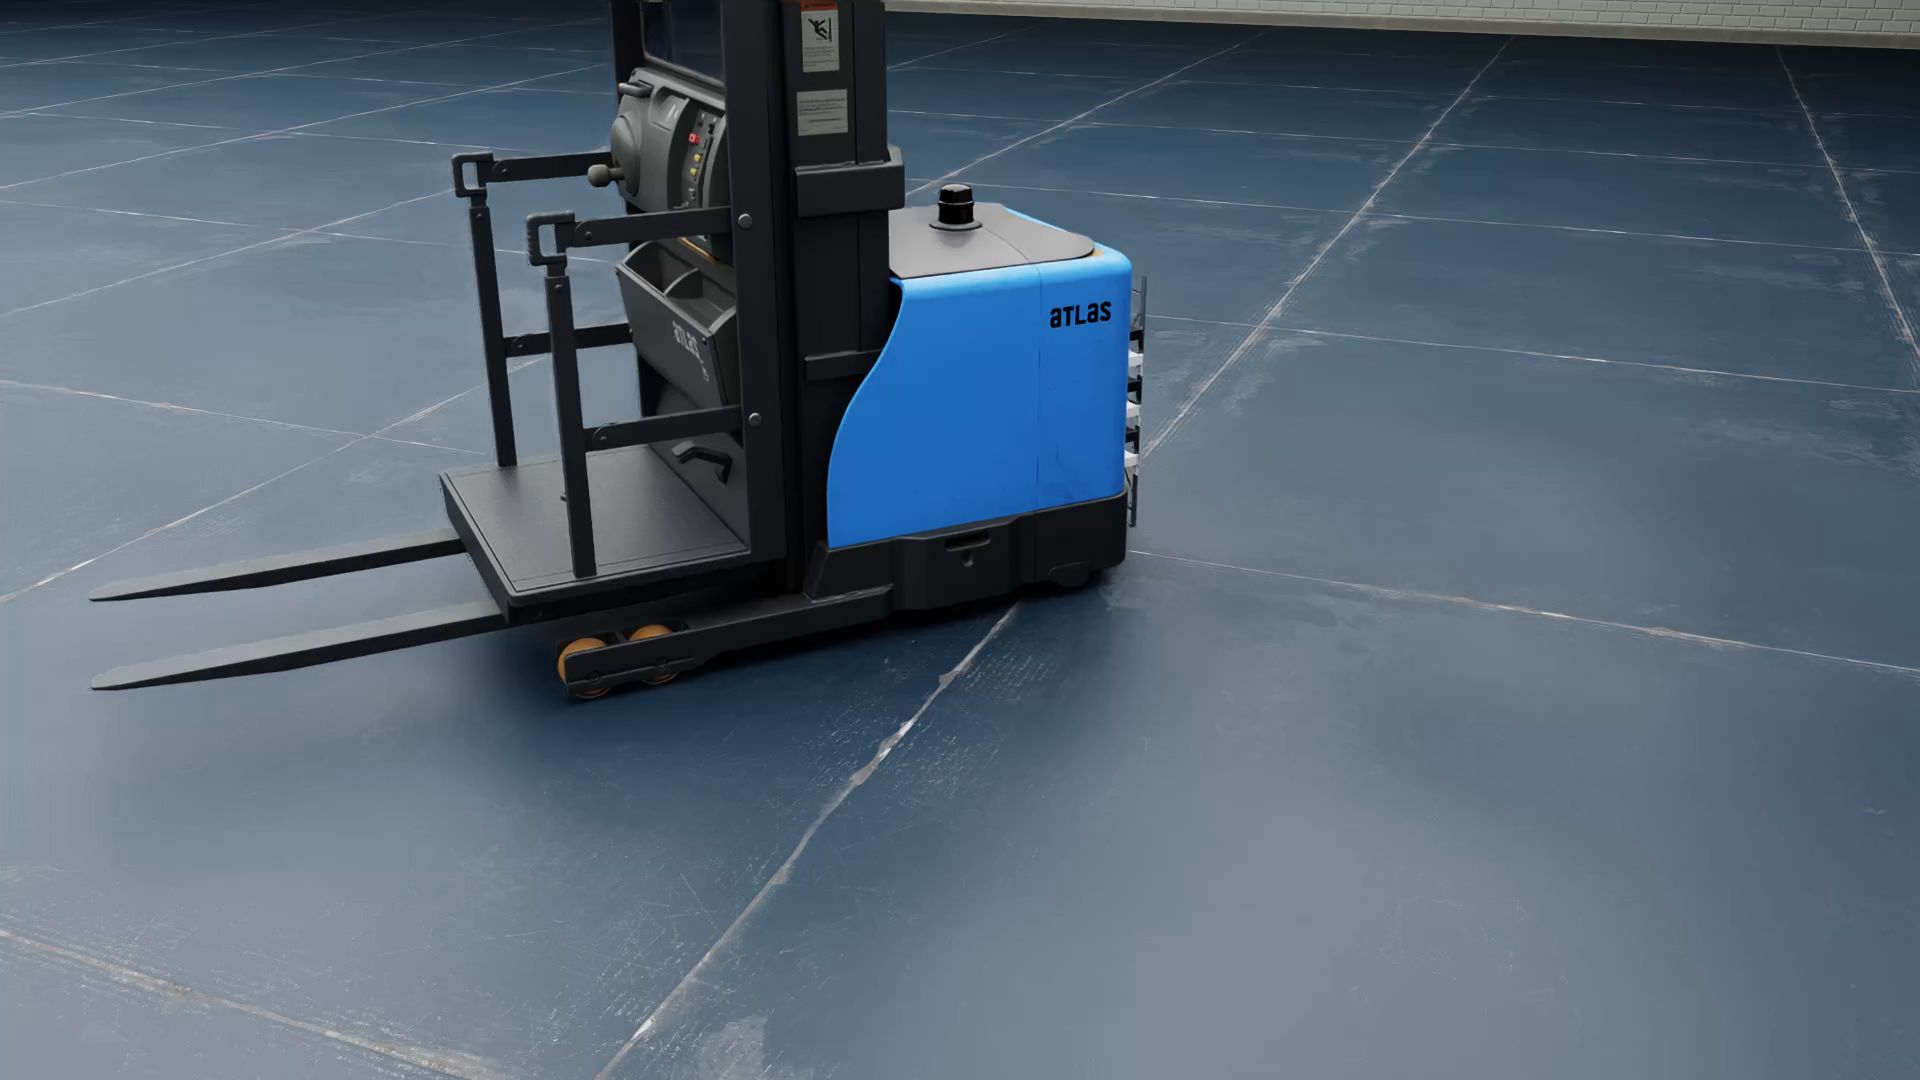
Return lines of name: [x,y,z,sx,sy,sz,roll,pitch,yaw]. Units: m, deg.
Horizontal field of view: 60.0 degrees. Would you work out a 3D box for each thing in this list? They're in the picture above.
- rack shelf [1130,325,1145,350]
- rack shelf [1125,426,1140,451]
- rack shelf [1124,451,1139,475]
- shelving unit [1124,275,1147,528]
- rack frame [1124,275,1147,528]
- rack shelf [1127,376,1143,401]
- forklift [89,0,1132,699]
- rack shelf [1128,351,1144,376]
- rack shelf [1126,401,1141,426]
rack shelf: [0.466,-0.694,5.630,0.200,0.077,0.258,-14,27,-30]
rack shelf: [0.466,-0.362,5.768,0.200,0.077,0.258,-14,27,-30]
rack shelf: [0.466,-0.279,5.803,0.200,0.077,0.258,-14,27,-30]
shelving unit: [0.466,-0.476,5.721,0.210,0.900,0.258,-14,27,-30]
rack frame: [0.551,-0.497,5.772,0.006,0.900,0.240,-14,27,-30]
rack shelf: [0.466,-0.528,5.699,0.200,0.077,0.258,-14,27,-30]
forklift: [-1.014,-1.139,4.673,3.031,2.935,1.130,-11,25,-24]
rack shelf: [0.466,-0.611,5.664,0.200,0.077,0.258,-14,27,-30]
rack shelf: [0.466,-0.445,5.734,0.200,0.077,0.258,-14,27,-30]
